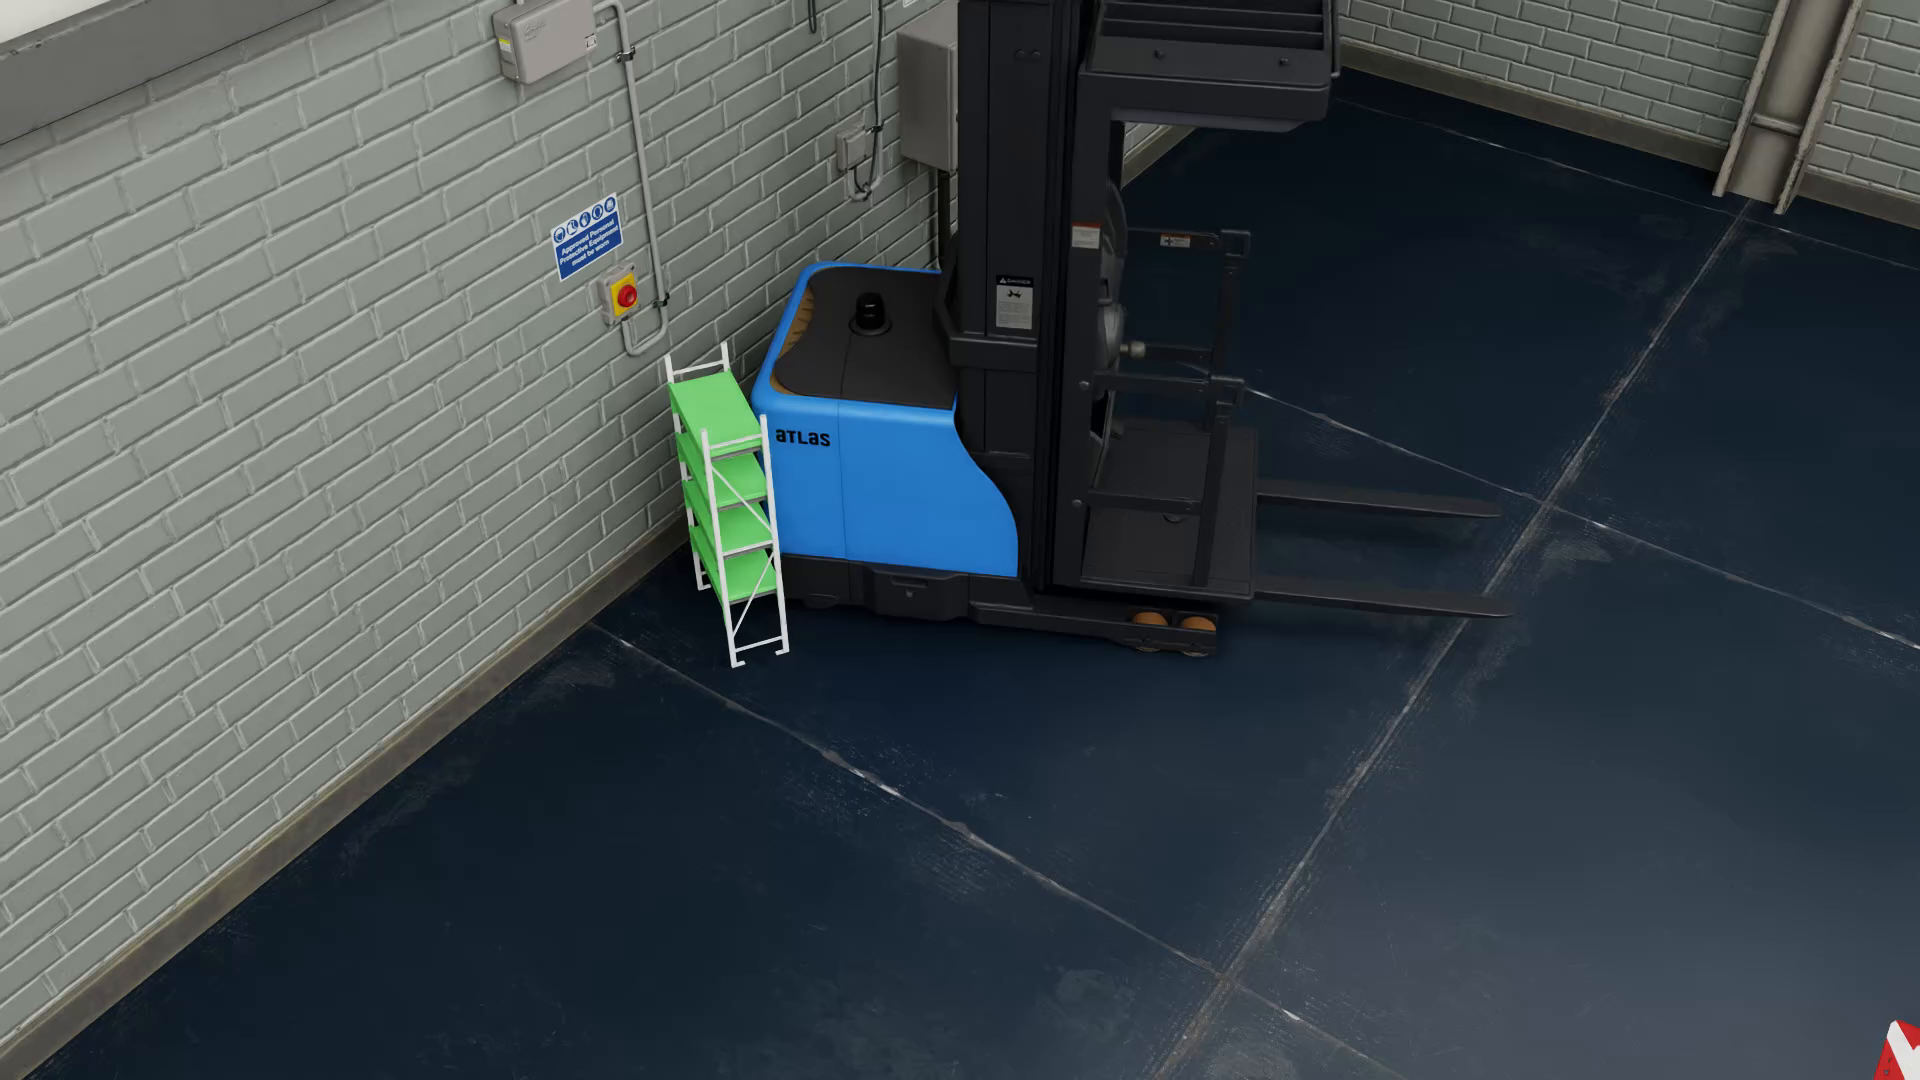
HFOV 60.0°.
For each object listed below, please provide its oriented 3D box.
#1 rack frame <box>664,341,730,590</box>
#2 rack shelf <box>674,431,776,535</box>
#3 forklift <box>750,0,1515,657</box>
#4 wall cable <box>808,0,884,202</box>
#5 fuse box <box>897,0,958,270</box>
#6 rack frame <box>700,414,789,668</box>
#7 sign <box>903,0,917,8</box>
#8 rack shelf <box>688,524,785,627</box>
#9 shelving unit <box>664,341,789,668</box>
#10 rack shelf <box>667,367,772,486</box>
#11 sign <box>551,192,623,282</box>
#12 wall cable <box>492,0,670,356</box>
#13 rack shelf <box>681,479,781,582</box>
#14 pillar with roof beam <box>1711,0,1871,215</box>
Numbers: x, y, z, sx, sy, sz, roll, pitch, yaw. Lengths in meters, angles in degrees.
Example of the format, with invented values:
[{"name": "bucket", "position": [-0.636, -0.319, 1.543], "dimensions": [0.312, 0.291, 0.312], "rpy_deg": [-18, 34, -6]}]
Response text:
[{"name": "rack frame", "position": [-0.994, -0.269, 6.651], "dimensions": [0.240, 1.200, 0.015], "rpy_deg": [-16, 44, -17]}, {"name": "rack shelf", "position": [-0.900, -0.250, 6.366], "dimensions": [0.258, 0.148, 0.480], "rpy_deg": [-16, 44, -17]}, {"name": "forklift", "position": [0.752, -1.002, 6.171], "dimensions": [3.031, 2.935, 1.130], "rpy_deg": [6, 42, 7]}, {"name": "wall cable", "position": [-0.465, -2.158, 6.650], "dimensions": [0.122, 1.984, 0.588], "rpy_deg": [25, 48, 25]}, {"name": "fuse box", "position": [0.056, -1.611, 7.767], "dimensions": [0.414, 1.711, 0.539], "rpy_deg": [25, 48, 25]}, {"name": "rack frame", "position": [-0.807, 0.031, 6.315], "dimensions": [0.240, 1.200, 0.015], "rpy_deg": [-16, 44, -17]}, {"name": "sign", "position": [-0.146, -2.448, 7.117], "dimensions": [0.001, 0.242, 0.339], "rpy_deg": [25, 48, 25]}, {"name": "rack shelf", "position": [-0.900, 0.107, 6.686], "dimensions": [0.258, 0.148, 0.480], "rpy_deg": [-16, 44, -17]}, {"name": "shelving unit", "position": [-0.900, -0.119, 6.483], "dimensions": [0.258, 1.200, 0.503], "rpy_deg": [-16, 44, -17]}, {"name": "rack shelf", "position": [-0.900, -0.429, 6.206], "dimensions": [0.258, 0.148, 0.480], "rpy_deg": [-16, 44, -17]}, {"name": "sign", "position": [-1.348, -1.098, 6.025], "dimensions": [0.001, 0.218, 0.327], "rpy_deg": [25, 48, 25]}, {"name": "wall cable", "position": [-1.270, -1.391, 5.769], "dimensions": [0.123, 1.953, 0.585], "rpy_deg": [25, 48, 25]}, {"name": "rack shelf", "position": [-0.900, -0.071, 6.526], "dimensions": [0.258, 0.148, 0.480], "rpy_deg": [-16, 44, -17]}, {"name": "pillar with roof beam", "position": [2.045, -2.975, 3.827], "dimensions": [0.400, 9.000, 9.100], "rpy_deg": [25, 48, 25]}]
